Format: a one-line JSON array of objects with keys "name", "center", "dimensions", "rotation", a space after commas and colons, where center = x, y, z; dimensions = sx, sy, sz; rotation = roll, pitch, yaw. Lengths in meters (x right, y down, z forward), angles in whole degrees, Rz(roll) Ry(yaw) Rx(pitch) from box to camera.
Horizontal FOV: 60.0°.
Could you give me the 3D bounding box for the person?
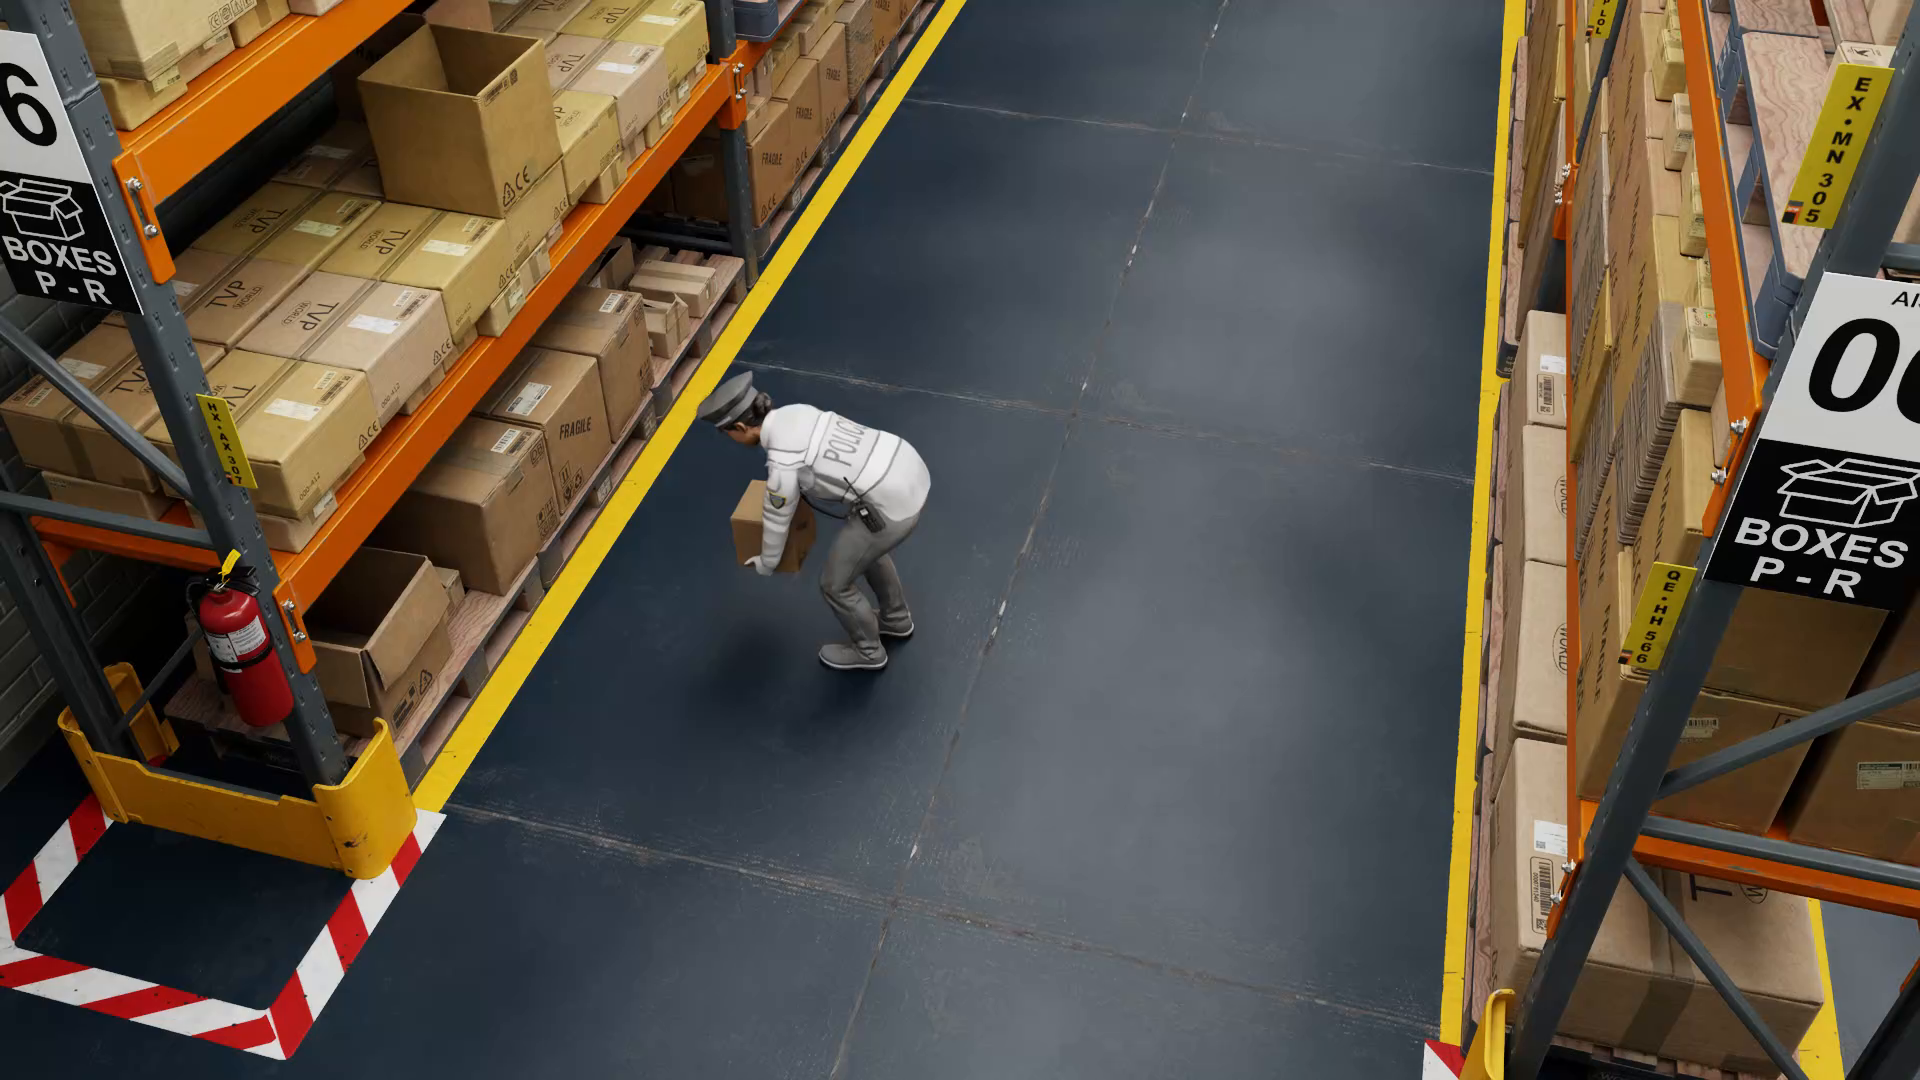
[{"name": "person", "center": [-0.553, -0.067, 6.517], "dimensions": [0.878, 1.296, 0.421], "rotation": [9, 42, 10]}]
